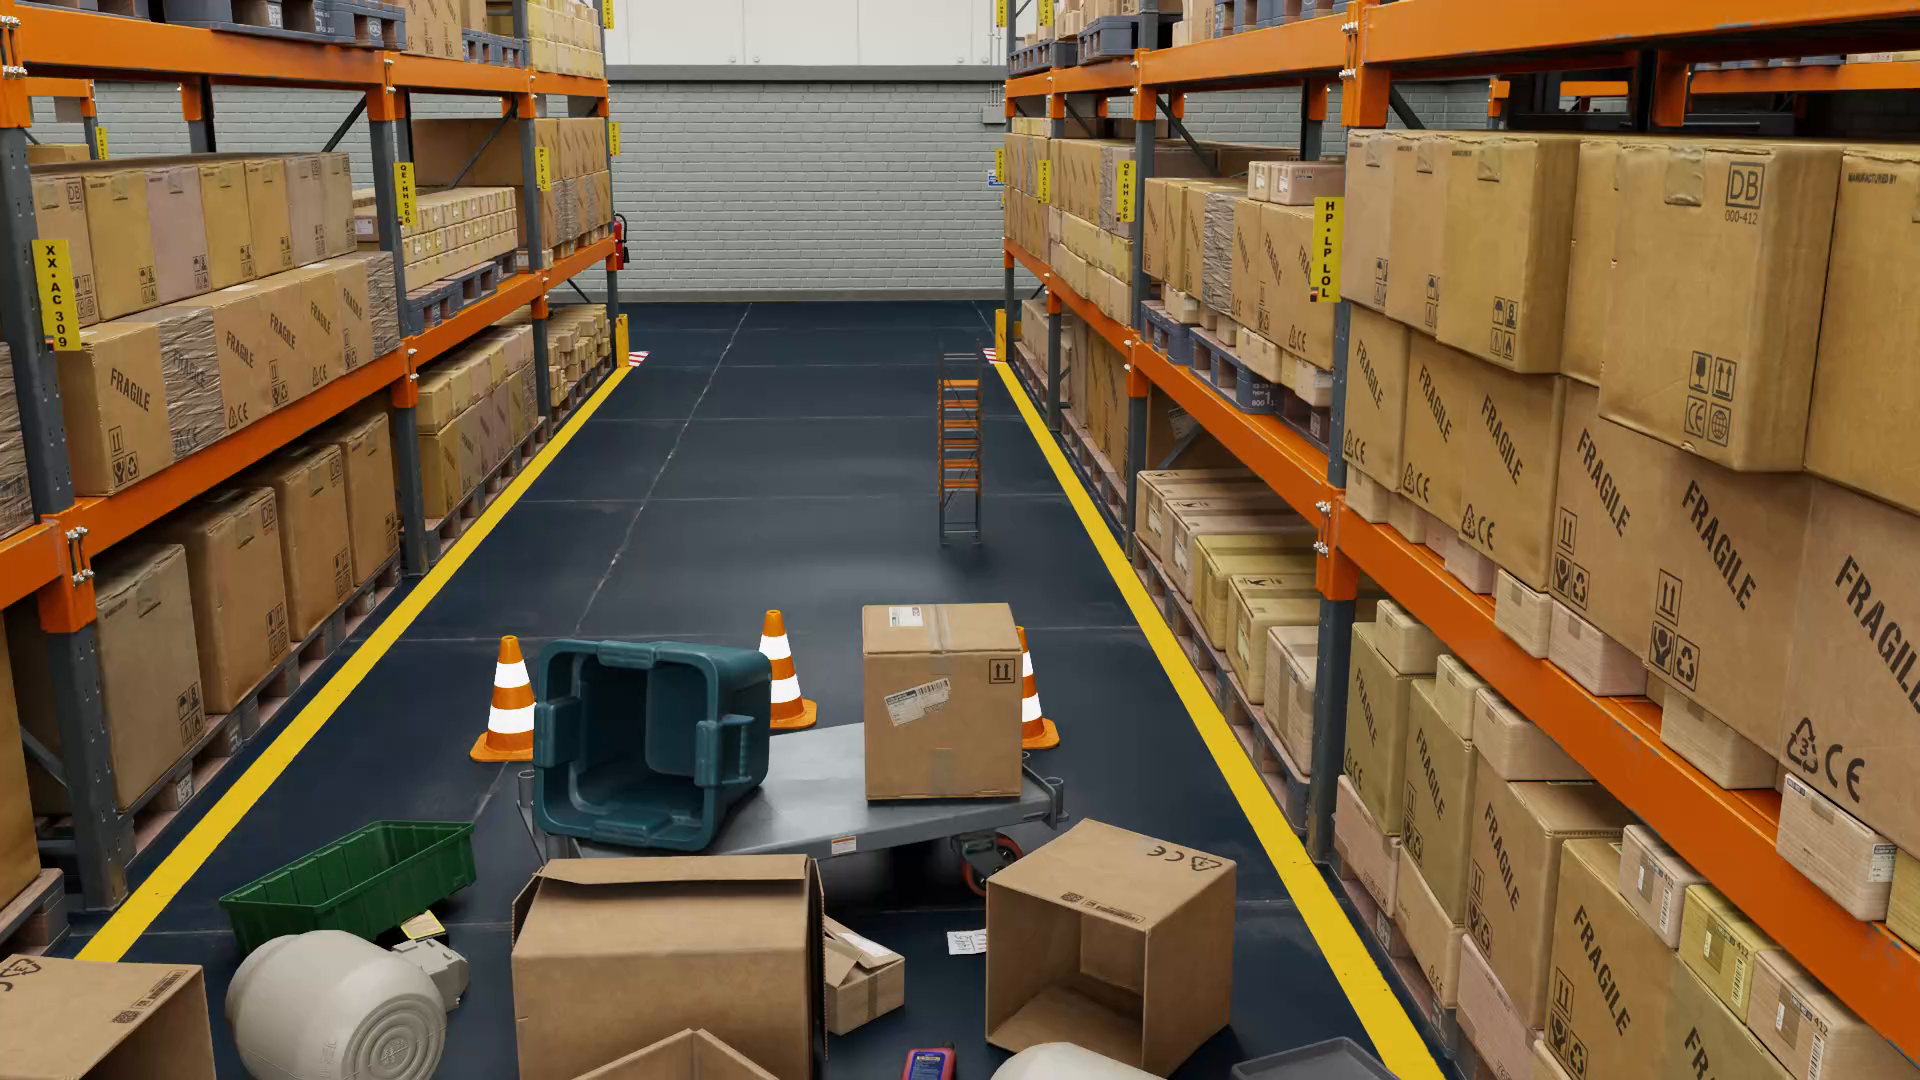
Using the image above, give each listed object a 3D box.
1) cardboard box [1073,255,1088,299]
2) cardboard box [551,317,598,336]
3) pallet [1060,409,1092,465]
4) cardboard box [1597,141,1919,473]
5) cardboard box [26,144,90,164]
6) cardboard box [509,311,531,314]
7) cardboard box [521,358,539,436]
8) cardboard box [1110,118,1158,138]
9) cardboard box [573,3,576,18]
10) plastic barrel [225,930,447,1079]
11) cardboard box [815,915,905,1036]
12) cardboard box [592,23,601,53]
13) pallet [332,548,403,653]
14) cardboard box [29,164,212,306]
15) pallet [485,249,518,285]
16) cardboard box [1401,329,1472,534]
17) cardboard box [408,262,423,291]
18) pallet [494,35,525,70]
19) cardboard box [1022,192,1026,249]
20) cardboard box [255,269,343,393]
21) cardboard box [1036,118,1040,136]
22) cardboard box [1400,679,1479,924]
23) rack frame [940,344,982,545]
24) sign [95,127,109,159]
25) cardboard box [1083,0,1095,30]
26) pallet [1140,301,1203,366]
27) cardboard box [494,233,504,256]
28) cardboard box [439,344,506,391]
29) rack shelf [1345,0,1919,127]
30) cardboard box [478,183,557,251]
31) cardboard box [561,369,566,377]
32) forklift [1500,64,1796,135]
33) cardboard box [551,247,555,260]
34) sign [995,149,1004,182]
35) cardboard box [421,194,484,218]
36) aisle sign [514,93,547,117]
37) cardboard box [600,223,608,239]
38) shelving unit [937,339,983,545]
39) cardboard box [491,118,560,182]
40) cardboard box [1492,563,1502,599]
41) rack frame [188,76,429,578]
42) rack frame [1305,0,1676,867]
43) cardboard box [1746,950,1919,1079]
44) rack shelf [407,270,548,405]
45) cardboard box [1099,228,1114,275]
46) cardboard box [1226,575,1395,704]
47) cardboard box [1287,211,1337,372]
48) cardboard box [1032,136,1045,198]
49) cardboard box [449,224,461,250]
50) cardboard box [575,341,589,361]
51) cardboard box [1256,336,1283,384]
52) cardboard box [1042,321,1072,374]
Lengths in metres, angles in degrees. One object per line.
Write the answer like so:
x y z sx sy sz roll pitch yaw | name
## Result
1.048 -1.781 11.228 0.500 0.250 0.500 -1 14 -4 | cardboard box
-3.558 -1.967 15.335 0.380 0.149 0.250 0 14 -1 | cardboard box
1.336 -0.806 12.737 1.003 0.211 1.213 -1 14 -3 | pallet
1.548 -0.415 2.814 0.700 0.500 0.500 -1 14 -4 | cardboard box
-8.634 -3.507 15.835 0.500 0.500 0.500 -1 14 -3 | cardboard box
-4.251 -2.085 15.794 0.380 0.149 0.250 -1 14 -4 | cardboard box
-3.424 -1.059 12.295 0.500 0.500 0.500 -1 14 -5 | cardboard box
1.420 -3.340 13.480 0.380 0.149 0.250 -1 14 -3 | cardboard box
-3.641 -4.723 14.842 0.380 0.149 0.250 -1 14 -5 | cardboard box
-1.625 1.250 4.320 0.512 0.421 0.421 10 18 35 | plastic barrel
-0.383 1.202 4.822 0.258 0.266 0.396 -13 20 -42 | cardboard box
-3.687 -4.752 15.755 0.500 0.250 0.500 -1 14 -5 | cardboard box
-3.500 0.297 8.450 1.003 0.211 1.213 -1 14 -3 | pallet
-3.327 -1.166 6.331 0.700 0.500 0.500 -1 14 -3 | cardboard box
-3.819 -1.961 12.012 1.003 0.211 1.213 -1 14 -3 | pallet
1.512 -0.312 4.422 0.500 0.500 0.500 -1 14 -4 | cardboard box
-3.317 -1.514 9.552 0.380 0.149 0.250 0 14 -1 | cardboard box
-3.790 -3.453 11.782 1.213 0.211 1.003 -1 14 -3 | pallet
0.828 -2.890 15.040 0.500 0.500 0.500 0 14 -2 | cardboard box
-3.117 -0.943 7.472 0.500 0.500 0.500 -1 14 -4 | cardboard box
0.860 -3.585 14.431 0.380 0.149 0.250 -1 14 -5 | cardboard box
1.520 0.691 4.491 0.500 0.500 0.500 0 14 -1 | cardboard box
0.007 -0.555 9.774 0.240 1.200 0.006 -1 14 -3 | rack frame
-8.384 -3.870 16.248 0.100 0.325 0.005 -1 14 -3 | sign
1.062 -3.491 10.512 0.500 0.500 0.500 -1 14 -3 | cardboard box
1.611 -1.084 8.606 1.213 0.211 1.003 -1 14 -3 | pallet
-3.469 -2.105 11.851 0.380 0.149 0.250 -1 14 -4 | cardboard box
-3.358 -1.161 11.189 0.500 0.250 0.500 -2 15 -6 | cardboard box
1.832 -0.965 3.180 1.077 0.370 4.000 -1 14 -3 | rack shelf
-3.501 -2.566 13.180 0.500 0.500 0.500 -1 14 -4 | cardboard box
-3.624 -1.420 14.405 0.380 0.149 0.250 -2 15 -6 | cardboard box
3.434 -1.146 8.599 1.130 2.935 3.031 -1 14 -5 | forklift
-3.583 -2.396 13.823 0.380 0.149 0.250 -2 15 -6 | cardboard box
0.411 -3.793 16.852 0.100 0.325 0.005 -1 14 -3 | sign
-3.442 -2.261 11.263 0.380 0.149 0.250 -1 14 -5 | cardboard box
-4.273 -4.513 16.331 0.394 0.787 0.004 -1 14 -3 | aisle sign
-3.667 -3.042 16.335 0.380 0.149 0.250 -1 14 -3 | cardboard box
0.001 -0.577 9.863 0.258 1.200 0.189 -1 14 -3 | shelving unit
-3.554 -3.167 13.513 0.500 0.500 0.500 -1 14 -5 | cardboard box
1.550 0.103 4.112 0.380 0.149 0.250 -1 14 -4 | cardboard box
-3.474 -1.251 8.869 1.000 3.000 0.127 -1 14 -3 | rack frame
1.708 -0.358 5.398 1.000 3.000 0.127 -1 14 -3 | rack frame
1.556 0.802 2.757 0.380 0.149 0.250 0 14 -2 | cardboard box
-3.598 -1.400 10.892 1.077 0.370 4.000 -1 14 -3 | rack shelf
1.141 -1.766 10.169 0.500 0.250 0.500 -1 14 -5 | cardboard box
1.625 0.402 6.874 0.950 0.372 0.625 0 14 0 | cardboard box
1.451 -0.865 5.729 0.500 0.500 0.500 -1 14 -4 | cardboard box
0.884 -3.120 13.924 0.500 0.500 0.500 -1 14 -4 | cardboard box
-3.385 -1.921 10.535 0.380 0.149 0.250 -1 14 -4 | cardboard box
-3.531 -1.691 14.860 0.380 0.149 0.250 -1 14 -3 | cardboard box
1.350 -0.693 6.360 0.380 0.149 0.250 -1 14 -4 | cardboard box
1.225 -1.691 14.876 0.875 0.438 0.875 -1 14 -5 | cardboard box
